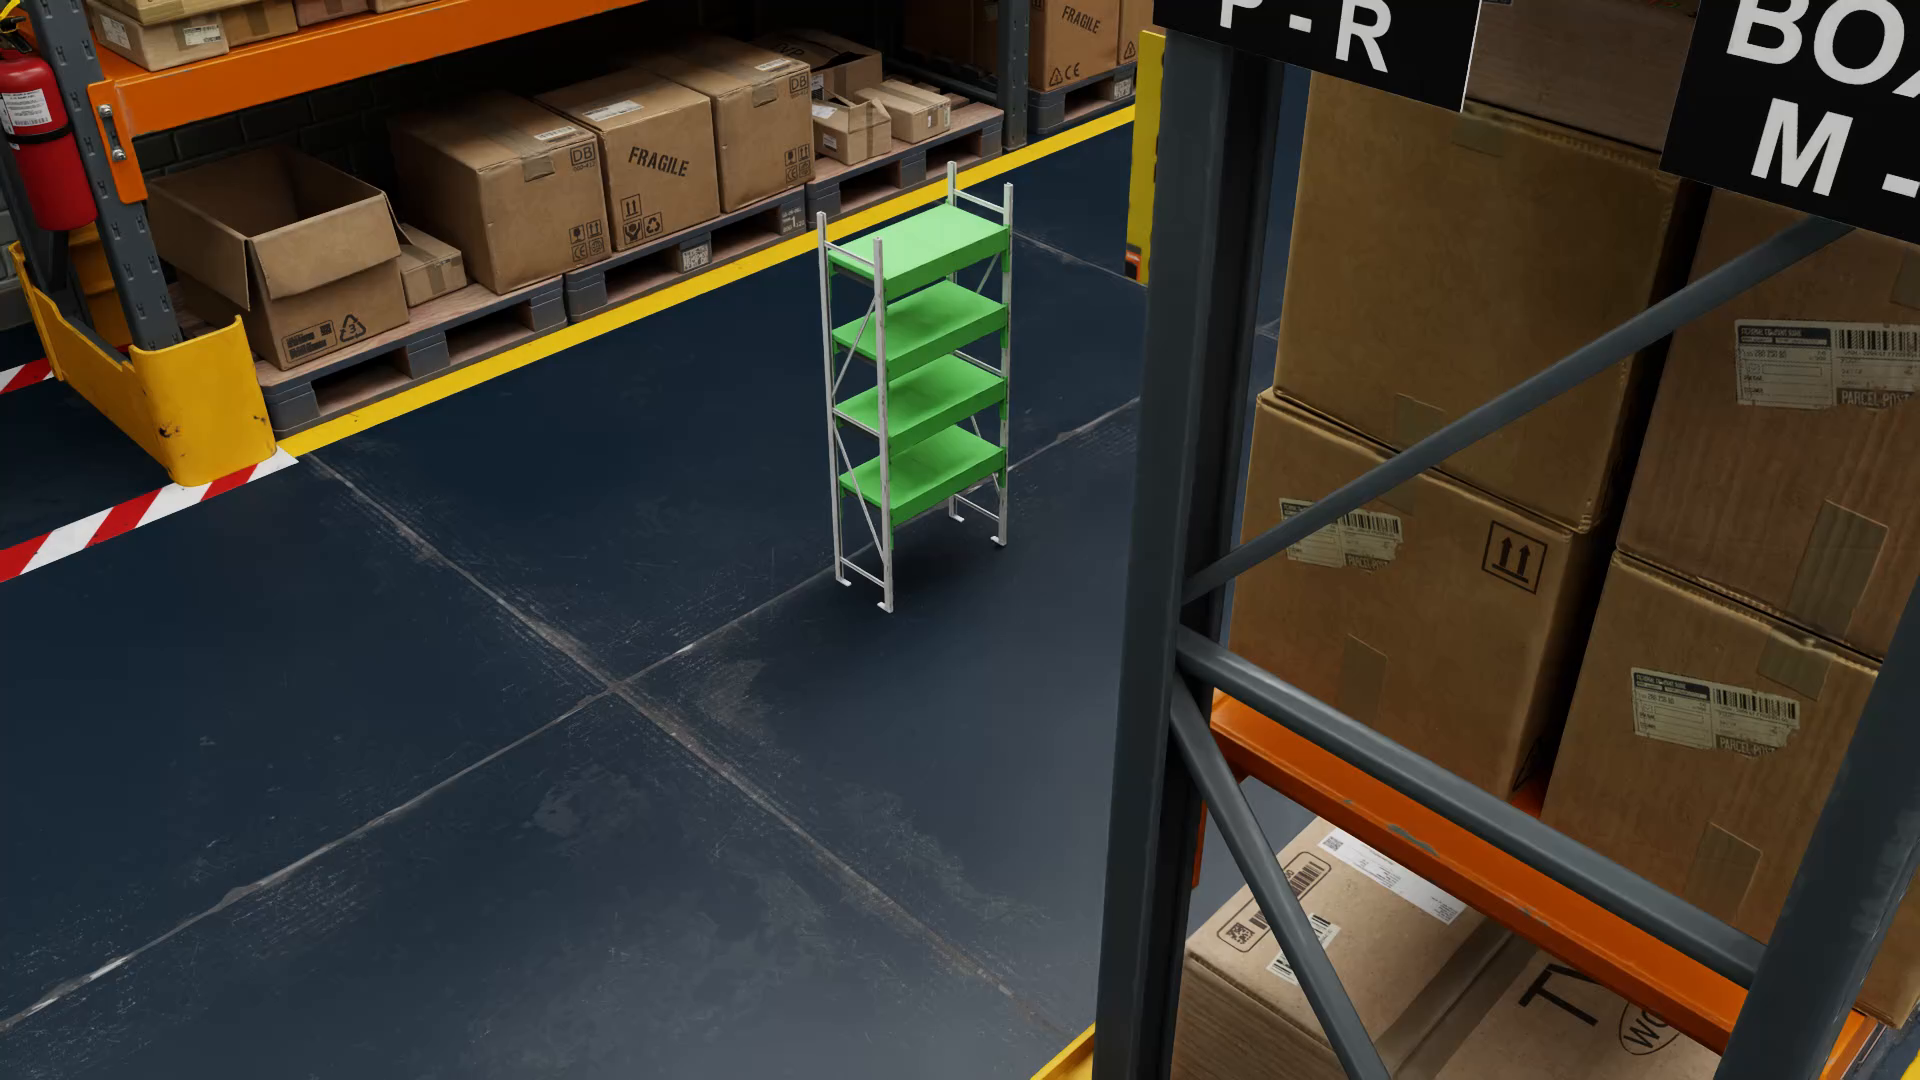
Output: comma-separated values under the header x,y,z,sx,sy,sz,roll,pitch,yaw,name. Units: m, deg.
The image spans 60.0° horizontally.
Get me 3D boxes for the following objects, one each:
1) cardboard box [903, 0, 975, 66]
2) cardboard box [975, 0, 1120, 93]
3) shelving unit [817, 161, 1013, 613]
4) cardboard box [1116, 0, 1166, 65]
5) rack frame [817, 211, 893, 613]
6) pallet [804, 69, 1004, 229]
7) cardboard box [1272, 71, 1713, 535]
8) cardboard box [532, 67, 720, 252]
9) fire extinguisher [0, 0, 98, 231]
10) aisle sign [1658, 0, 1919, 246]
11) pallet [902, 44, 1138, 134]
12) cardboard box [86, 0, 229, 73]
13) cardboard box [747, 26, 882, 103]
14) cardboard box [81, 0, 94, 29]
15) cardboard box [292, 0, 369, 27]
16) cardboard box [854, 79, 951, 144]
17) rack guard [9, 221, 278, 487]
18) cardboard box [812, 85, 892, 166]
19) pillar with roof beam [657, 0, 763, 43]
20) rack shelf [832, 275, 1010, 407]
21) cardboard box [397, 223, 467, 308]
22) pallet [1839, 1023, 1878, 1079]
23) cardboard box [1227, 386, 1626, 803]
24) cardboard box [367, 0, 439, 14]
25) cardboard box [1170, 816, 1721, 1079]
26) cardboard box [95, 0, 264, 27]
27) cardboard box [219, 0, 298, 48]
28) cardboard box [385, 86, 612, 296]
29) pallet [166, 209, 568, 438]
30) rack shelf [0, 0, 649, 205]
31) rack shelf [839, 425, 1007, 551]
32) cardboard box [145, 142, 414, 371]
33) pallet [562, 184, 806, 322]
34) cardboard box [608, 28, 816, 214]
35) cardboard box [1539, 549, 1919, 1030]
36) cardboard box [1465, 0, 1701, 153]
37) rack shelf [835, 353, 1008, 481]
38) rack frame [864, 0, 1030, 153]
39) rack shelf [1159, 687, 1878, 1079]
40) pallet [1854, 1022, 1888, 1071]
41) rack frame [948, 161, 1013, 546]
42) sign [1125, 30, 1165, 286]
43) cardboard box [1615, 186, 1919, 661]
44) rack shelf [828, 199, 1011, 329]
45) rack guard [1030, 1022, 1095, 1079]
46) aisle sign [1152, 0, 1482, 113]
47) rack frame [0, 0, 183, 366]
x,y,z,sx,sy,sz,roll,pitch,yaw,name
0.058,-2.753,8.394,0.500,0.500,0.500,29,44,35,cardboard box
0.423,-2.541,8.089,0.500,0.500,0.500,-28,43,-34,cardboard box
-0.117,-0.425,4.810,0.258,1.200,0.503,30,45,35,shelving unit
0.791,-2.761,8.404,0.500,0.500,0.500,29,44,35,cardboard box
-0.289,-0.326,4.668,0.240,1.200,0.015,30,45,35,rack frame
-0.562,-1.866,7.741,1.003,0.211,1.213,30,45,35,pallet
0.800,-0.408,2.251,0.500,0.500,0.500,-28,44,-34,cardboard box
-1.325,-1.527,6.635,0.500,0.500,0.500,-29,44,-35,cardboard box
-2.672,-1.233,4.790,0.296,0.674,0.183,30,45,35,fire extinguisher
0.784,-0.585,1.194,0.394,0.787,0.004,30,45,35,aisle sign
0.468,-2.489,8.635,1.003,0.211,1.213,30,45,35,pallet
-2.470,-1.584,5.119,0.380,0.149,0.250,29,44,35,cardboard box
-0.711,-2.184,7.743,0.500,0.311,0.500,-28,44,-34,cardboard box
-2.853,-1.804,5.434,0.380,0.149,0.250,29,44,35,cardboard box
-2.163,-1.827,5.466,0.380,0.149,0.250,29,44,35,cardboard box
-0.262,-1.946,7.544,0.380,0.149,0.250,28,44,34,cardboard box
-2.843,-0.670,5.773,1.175,0.500,0.348,30,45,35,rack guard
-0.513,-1.849,7.302,0.258,0.266,0.396,-28,44,-34,cardboard box
1.847,-4.094,3.254,9.100,9.000,0.400,30,45,35,pillar with roof beam
-0.117,-0.569,4.710,0.258,0.148,0.480,30,45,35,rack shelf
-2.071,-1.034,6.235,0.380,0.149,0.250,28,43,34,cardboard box
1.137,1.123,3.456,1.003,0.211,1.213,30,45,35,pallet
0.781,-0.009,2.553,0.500,0.500,0.500,-30,45,-35,cardboard box
-1.941,-1.904,5.578,0.250,0.149,0.380,-28,44,-34,cardboard box
1.023,0.905,3.202,0.875,0.438,0.875,28,44,34,cardboard box
-2.385,-1.800,5.080,0.500,0.250,0.500,-30,45,-35,cardboard box
-2.323,-1.706,5.293,0.250,0.149,0.380,-29,44,-35,cardboard box
-1.768,-1.352,6.385,0.500,0.500,0.700,-28,44,-34,cardboard box
-2.282,-0.875,6.321,1.003,0.211,1.213,30,45,35,pallet
-1.487,-2.181,6.384,1.077,0.370,4.000,30,45,35,rack shelf
-0.117,-0.176,4.984,0.258,0.148,0.480,30,45,35,rack shelf
-2.398,-1.023,5.909,0.797,0.503,0.637,28,43,34,cardboard box
-1.422,-1.368,7.027,1.003,0.211,1.213,30,45,35,pallet
-1.037,-1.774,6.989,0.700,0.500,0.500,28,43,34,cardboard box
1.171,0.215,2.232,0.500,0.500,0.500,29,44,35,cardboard box
0.740,-0.609,1.972,0.250,0.149,0.380,-29,44,-35,cardboard box
-0.117,-0.373,4.847,0.258,0.148,0.480,30,45,35,rack shelf
-0.078,-3.288,7.342,1.000,3.000,0.127,30,45,35,rack frame
2.038,-0.182,3.517,1.077,0.370,4.000,30,45,35,rack shelf
1.996,0.630,4.163,1.003,0.211,1.213,30,45,35,pallet
0.055,-0.524,4.952,0.240,1.200,0.015,30,45,35,rack frame
0.254,-0.462,2.070,0.100,0.325,0.005,30,45,35,sign
1.169,-0.196,1.948,0.500,0.500,0.500,28,44,34,cardboard box
-0.117,-0.766,4.572,0.258,0.148,0.480,30,45,35,rack shelf
0.612,1.370,2.849,1.175,0.500,0.348,30,45,35,rack guard
0.358,-0.827,1.541,0.394,0.787,0.004,30,45,35,aisle sign
-2.896,-1.664,5.014,1.000,3.000,0.127,30,45,35,rack frame
